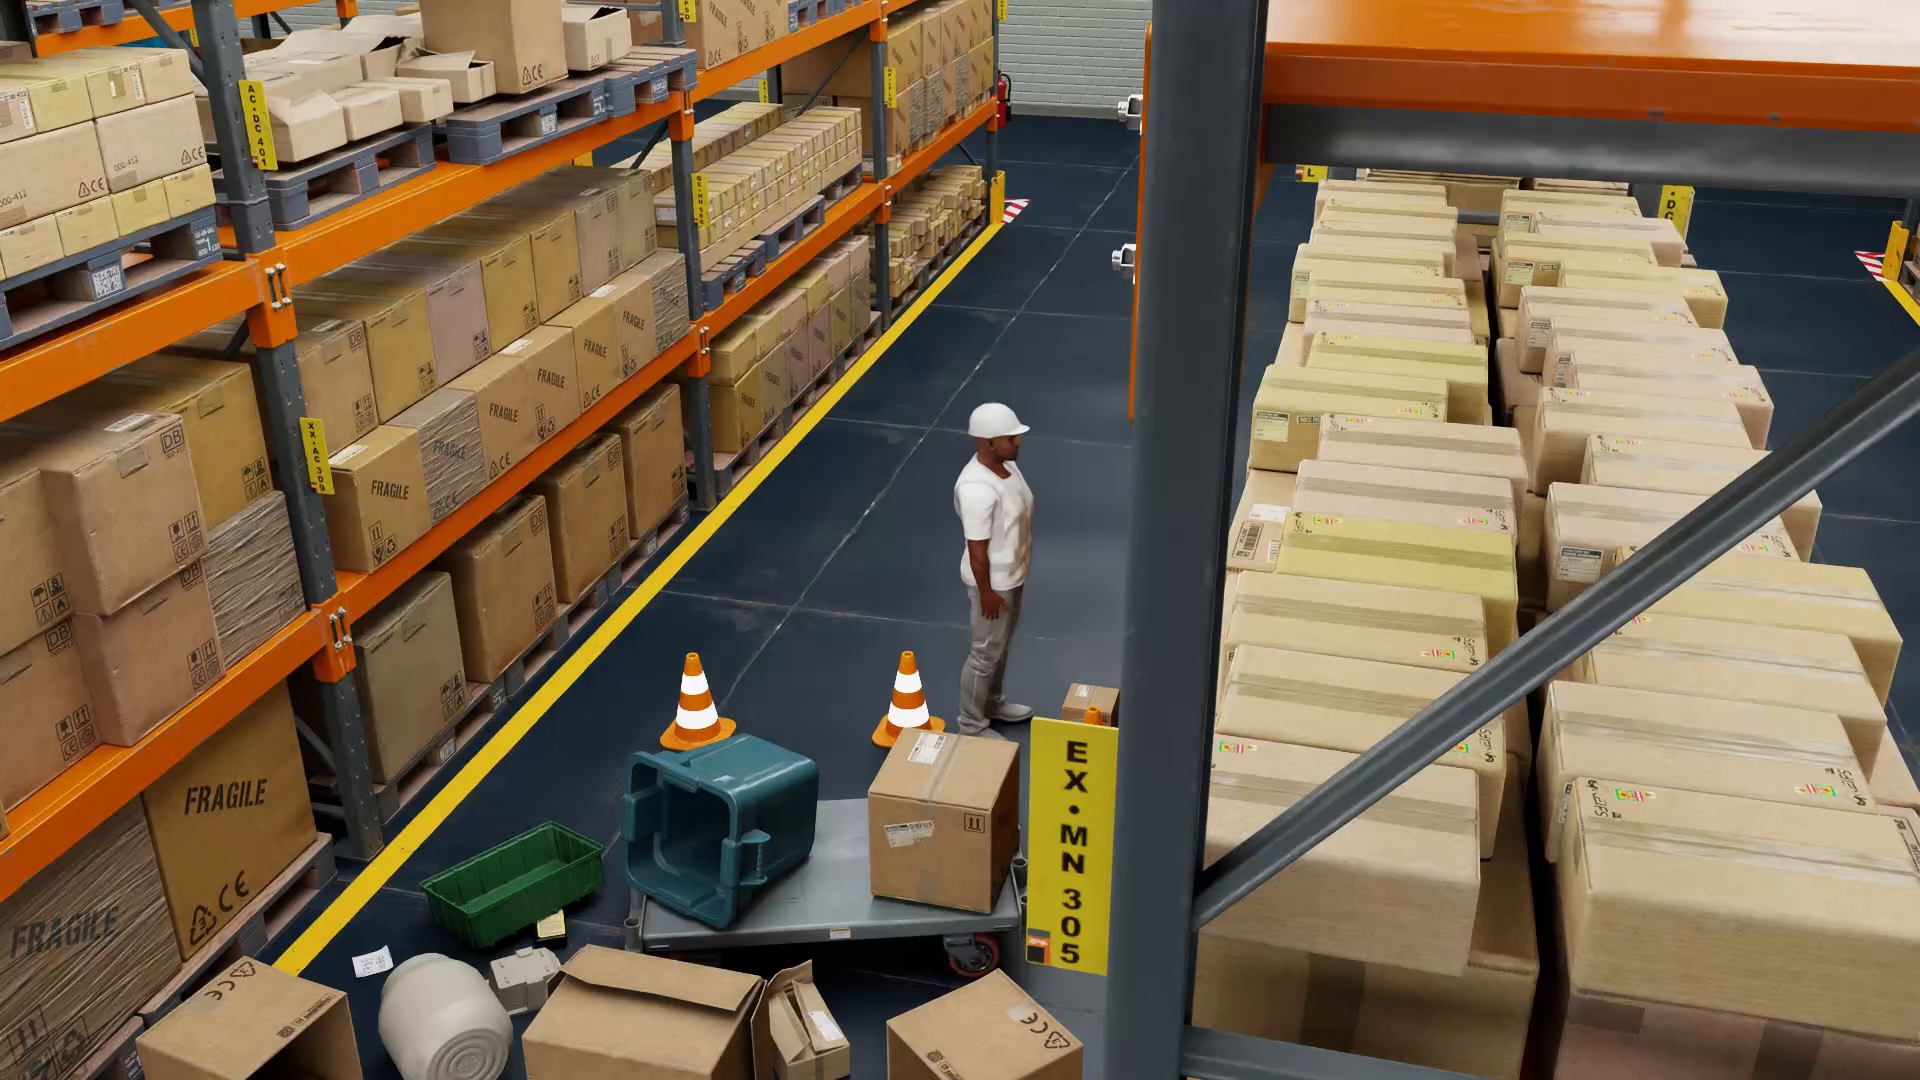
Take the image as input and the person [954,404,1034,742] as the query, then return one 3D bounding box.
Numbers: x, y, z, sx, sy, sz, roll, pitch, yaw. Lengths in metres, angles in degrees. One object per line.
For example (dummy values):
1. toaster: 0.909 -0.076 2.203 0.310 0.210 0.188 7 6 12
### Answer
1. person: 0.179 0.172 8.232 0.354 1.779 0.565 7 26 14
